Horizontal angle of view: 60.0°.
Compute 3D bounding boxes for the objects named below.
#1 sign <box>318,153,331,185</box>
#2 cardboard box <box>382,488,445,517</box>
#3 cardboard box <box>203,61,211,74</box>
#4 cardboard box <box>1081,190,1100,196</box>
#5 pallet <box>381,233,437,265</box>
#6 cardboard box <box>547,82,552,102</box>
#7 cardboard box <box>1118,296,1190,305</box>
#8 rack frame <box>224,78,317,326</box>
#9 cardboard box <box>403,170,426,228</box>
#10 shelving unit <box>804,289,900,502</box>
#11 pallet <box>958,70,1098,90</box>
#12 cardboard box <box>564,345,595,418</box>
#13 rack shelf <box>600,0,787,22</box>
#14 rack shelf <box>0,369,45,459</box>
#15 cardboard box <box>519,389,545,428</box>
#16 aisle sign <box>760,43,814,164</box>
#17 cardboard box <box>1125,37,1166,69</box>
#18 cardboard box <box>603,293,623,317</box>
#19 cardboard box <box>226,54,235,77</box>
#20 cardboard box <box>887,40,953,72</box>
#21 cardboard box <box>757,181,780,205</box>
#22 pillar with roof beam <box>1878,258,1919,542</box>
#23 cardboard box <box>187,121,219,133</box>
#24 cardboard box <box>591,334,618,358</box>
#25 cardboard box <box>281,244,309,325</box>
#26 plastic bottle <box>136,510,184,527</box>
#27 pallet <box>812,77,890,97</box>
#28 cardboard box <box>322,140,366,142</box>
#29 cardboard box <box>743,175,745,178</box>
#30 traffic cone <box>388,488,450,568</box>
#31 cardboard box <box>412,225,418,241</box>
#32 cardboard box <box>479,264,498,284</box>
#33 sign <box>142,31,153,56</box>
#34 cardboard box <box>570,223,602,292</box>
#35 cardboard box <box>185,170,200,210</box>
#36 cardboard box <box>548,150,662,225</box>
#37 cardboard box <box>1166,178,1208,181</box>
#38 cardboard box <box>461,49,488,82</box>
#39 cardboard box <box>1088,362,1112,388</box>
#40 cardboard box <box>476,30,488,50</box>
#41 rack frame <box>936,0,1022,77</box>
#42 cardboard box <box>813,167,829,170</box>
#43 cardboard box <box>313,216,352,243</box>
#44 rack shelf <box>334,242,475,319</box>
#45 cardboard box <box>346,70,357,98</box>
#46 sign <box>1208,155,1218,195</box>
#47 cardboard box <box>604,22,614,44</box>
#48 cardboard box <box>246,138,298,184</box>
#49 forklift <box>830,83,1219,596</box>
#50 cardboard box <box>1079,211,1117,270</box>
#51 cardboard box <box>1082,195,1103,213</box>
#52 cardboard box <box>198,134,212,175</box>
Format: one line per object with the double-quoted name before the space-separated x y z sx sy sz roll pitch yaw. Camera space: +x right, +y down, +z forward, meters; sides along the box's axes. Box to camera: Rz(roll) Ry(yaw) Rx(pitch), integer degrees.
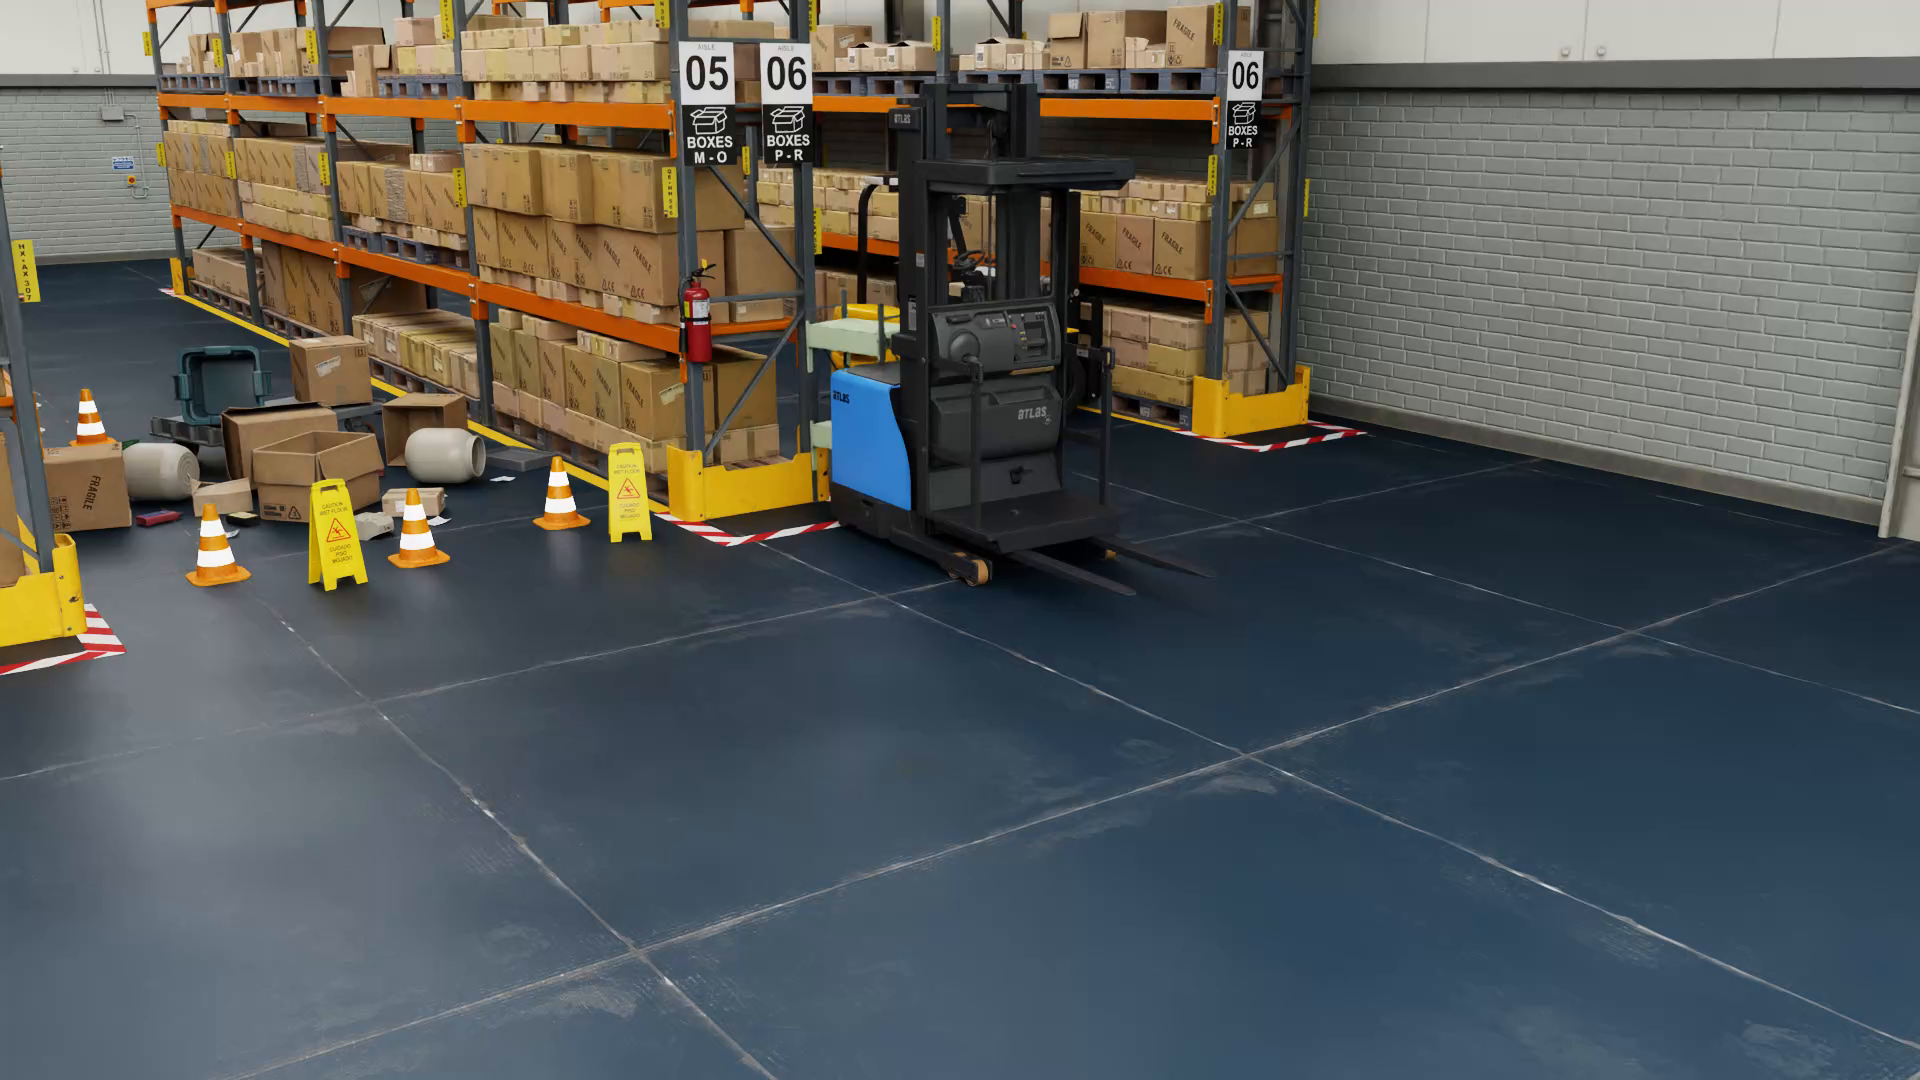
"sign" -6.611 -3.855 17.284 0.100 0.325 0.005 -11 19 -35
"cardboard box" -3.864 -0.266 11.765 0.380 0.149 0.250 -2 15 -6
"cardboard box" -9.305 -5.957 20.966 0.380 0.149 0.250 -10 18 -33
"cardboard box" 1.341 -3.251 15.291 0.380 0.149 0.250 -10 18 -33
"pallet" -4.966 -2.874 16.258 1.003 0.211 1.213 -11 19 -35
"cardboard box" -2.919 -3.420 12.683 0.380 0.149 0.250 -11 19 -34
"cardboard box" 1.842 -2.151 15.772 0.500 0.250 0.500 -11 19 -35
"rack frame" -8.515 -4.237 20.875 1.000 3.000 0.127 -11 19 -35
"cardboard box" -4.860 -3.203 15.548 0.500 0.500 0.500 -10 18 -33
"shelving unit" -0.672 -0.974 11.779 0.755 1.500 0.431 13 21 40
"pallet" 0.724 -4.526 16.416 1.003 0.211 1.213 -11 19 -35
"cardboard box" -2.742 -1.263 13.001 0.500 0.500 0.500 -11 19 -36
"rack shelf" -3.327 -6.935 21.488 1.077 0.370 4.000 -11 19 -35
"rack shelf" -6.580 -0.965 10.282 1.077 0.370 4.000 -11 19 -35
"cardboard box" -3.360 -1.125 13.917 0.500 0.250 0.500 -10 18 -31
"aisle sign" -1.173 -2.963 11.297 0.394 0.787 0.004 -11 19 -35
"cardboard box" 1.671 -4.263 14.556 0.396 0.266 0.258 -11 19 -34
"cardboard box" -2.401 -1.745 12.247 0.380 0.149 0.250 -10 18 -34
"cardboard box" -8.504 -5.660 19.852 0.396 0.266 0.258 -11 19 -35
"cardboard box" -0.421 -5.071 17.425 0.500 0.311 0.500 -12 19 -36
"cardboard box" -2.108 -4.186 20.027 0.500 0.250 0.500 -11 19 -35
"pillar with roof beam" 2.918 -3.679 7.470 9.100 9.000 0.400 -11 19 -35
"cardboard box" -10.132 -5.536 22.310 0.380 0.149 0.250 -11 19 -34
"cardboard box" -2.557 -1.478 12.559 0.380 0.149 0.250 -10 18 -34
"cardboard box" -7.549 -3.103 19.961 0.875 0.875 0.875 -10 18 -33
"plastic bottle" -5.546 -0.158 11.538 0.133 0.061 0.283 10 18 33
"pallet" -1.019 -5.141 18.851 1.003 0.211 1.213 -10 18 -32
"cardboard box" -7.141 -4.382 19.322 0.500 0.500 0.500 -11 18 -34
"cardboard box" -3.260 -4.726 21.672 0.797 0.503 0.637 -11 19 -36
"traffic cone" -3.454 -0.098 10.557 0.336 0.463 0.334 -11 19 -35
"cardboard box" -4.926 -2.897 15.660 0.380 0.149 0.250 -11 19 -35
"cardboard box" -3.886 -2.291 14.239 0.380 0.149 0.250 -11 19 -35
"sign" -11.320 -6.913 23.164 0.100 0.325 0.005 -11 19 -35
"cardboard box" -2.584 -2.154 12.513 0.500 0.500 0.500 -11 19 -35
"cardboard box" -10.213 -4.777 22.659 0.500 0.500 0.500 -11 19 -35
"cardboard box" -2.611 -2.626 12.342 0.700 0.500 0.500 -11 19 -35
"cardboard box" 2.102 -3.226 15.198 0.380 0.149 0.250 -11 19 -34
"cardboard box" -3.774 -3.910 13.719 0.500 0.250 0.500 -11 19 -36
"cardboard box" 1.450 -1.589 15.614 0.500 0.250 0.500 -11 19 -34
"cardboard box" -3.714 -4.070 13.548 0.380 0.149 0.250 -10 18 -33
"rack frame" 0.201 -6.194 16.659 1.000 3.000 0.127 -11 19 -35
"cardboard box" -1.796 -4.477 20.334 0.380 0.149 0.250 -10 18 -33
"cardboard box" -6.671 -3.378 18.021 0.500 0.250 0.500 -12 19 -36
"rack shelf" -4.988 -2.609 16.289 1.077 0.370 4.000 -11 19 -35
"cardboard box" -5.966 -4.617 16.835 0.396 0.266 0.258 -11 19 -35
"sign" 2.106 -3.037 13.850 0.100 0.325 0.005 -11 19 -35
"cardboard box" -2.290 -3.586 11.780 0.380 0.149 0.250 -11 19 -34
"cardboard box" -8.168 -4.525 19.842 0.500 0.500 0.500 -11 19 -35
"forklift" 0.353 -1.276 10.187 1.130 2.935 3.031 -10 18 -33
"cardboard box" 1.452 -2.780 15.362 0.500 0.500 0.500 -11 19 -36
"cardboard box" 1.349 -3.108 15.330 0.380 0.149 0.250 -11 19 -34
"cardboard box" -9.615 -5.042 21.733 0.500 0.500 0.500 -11 19 -34
